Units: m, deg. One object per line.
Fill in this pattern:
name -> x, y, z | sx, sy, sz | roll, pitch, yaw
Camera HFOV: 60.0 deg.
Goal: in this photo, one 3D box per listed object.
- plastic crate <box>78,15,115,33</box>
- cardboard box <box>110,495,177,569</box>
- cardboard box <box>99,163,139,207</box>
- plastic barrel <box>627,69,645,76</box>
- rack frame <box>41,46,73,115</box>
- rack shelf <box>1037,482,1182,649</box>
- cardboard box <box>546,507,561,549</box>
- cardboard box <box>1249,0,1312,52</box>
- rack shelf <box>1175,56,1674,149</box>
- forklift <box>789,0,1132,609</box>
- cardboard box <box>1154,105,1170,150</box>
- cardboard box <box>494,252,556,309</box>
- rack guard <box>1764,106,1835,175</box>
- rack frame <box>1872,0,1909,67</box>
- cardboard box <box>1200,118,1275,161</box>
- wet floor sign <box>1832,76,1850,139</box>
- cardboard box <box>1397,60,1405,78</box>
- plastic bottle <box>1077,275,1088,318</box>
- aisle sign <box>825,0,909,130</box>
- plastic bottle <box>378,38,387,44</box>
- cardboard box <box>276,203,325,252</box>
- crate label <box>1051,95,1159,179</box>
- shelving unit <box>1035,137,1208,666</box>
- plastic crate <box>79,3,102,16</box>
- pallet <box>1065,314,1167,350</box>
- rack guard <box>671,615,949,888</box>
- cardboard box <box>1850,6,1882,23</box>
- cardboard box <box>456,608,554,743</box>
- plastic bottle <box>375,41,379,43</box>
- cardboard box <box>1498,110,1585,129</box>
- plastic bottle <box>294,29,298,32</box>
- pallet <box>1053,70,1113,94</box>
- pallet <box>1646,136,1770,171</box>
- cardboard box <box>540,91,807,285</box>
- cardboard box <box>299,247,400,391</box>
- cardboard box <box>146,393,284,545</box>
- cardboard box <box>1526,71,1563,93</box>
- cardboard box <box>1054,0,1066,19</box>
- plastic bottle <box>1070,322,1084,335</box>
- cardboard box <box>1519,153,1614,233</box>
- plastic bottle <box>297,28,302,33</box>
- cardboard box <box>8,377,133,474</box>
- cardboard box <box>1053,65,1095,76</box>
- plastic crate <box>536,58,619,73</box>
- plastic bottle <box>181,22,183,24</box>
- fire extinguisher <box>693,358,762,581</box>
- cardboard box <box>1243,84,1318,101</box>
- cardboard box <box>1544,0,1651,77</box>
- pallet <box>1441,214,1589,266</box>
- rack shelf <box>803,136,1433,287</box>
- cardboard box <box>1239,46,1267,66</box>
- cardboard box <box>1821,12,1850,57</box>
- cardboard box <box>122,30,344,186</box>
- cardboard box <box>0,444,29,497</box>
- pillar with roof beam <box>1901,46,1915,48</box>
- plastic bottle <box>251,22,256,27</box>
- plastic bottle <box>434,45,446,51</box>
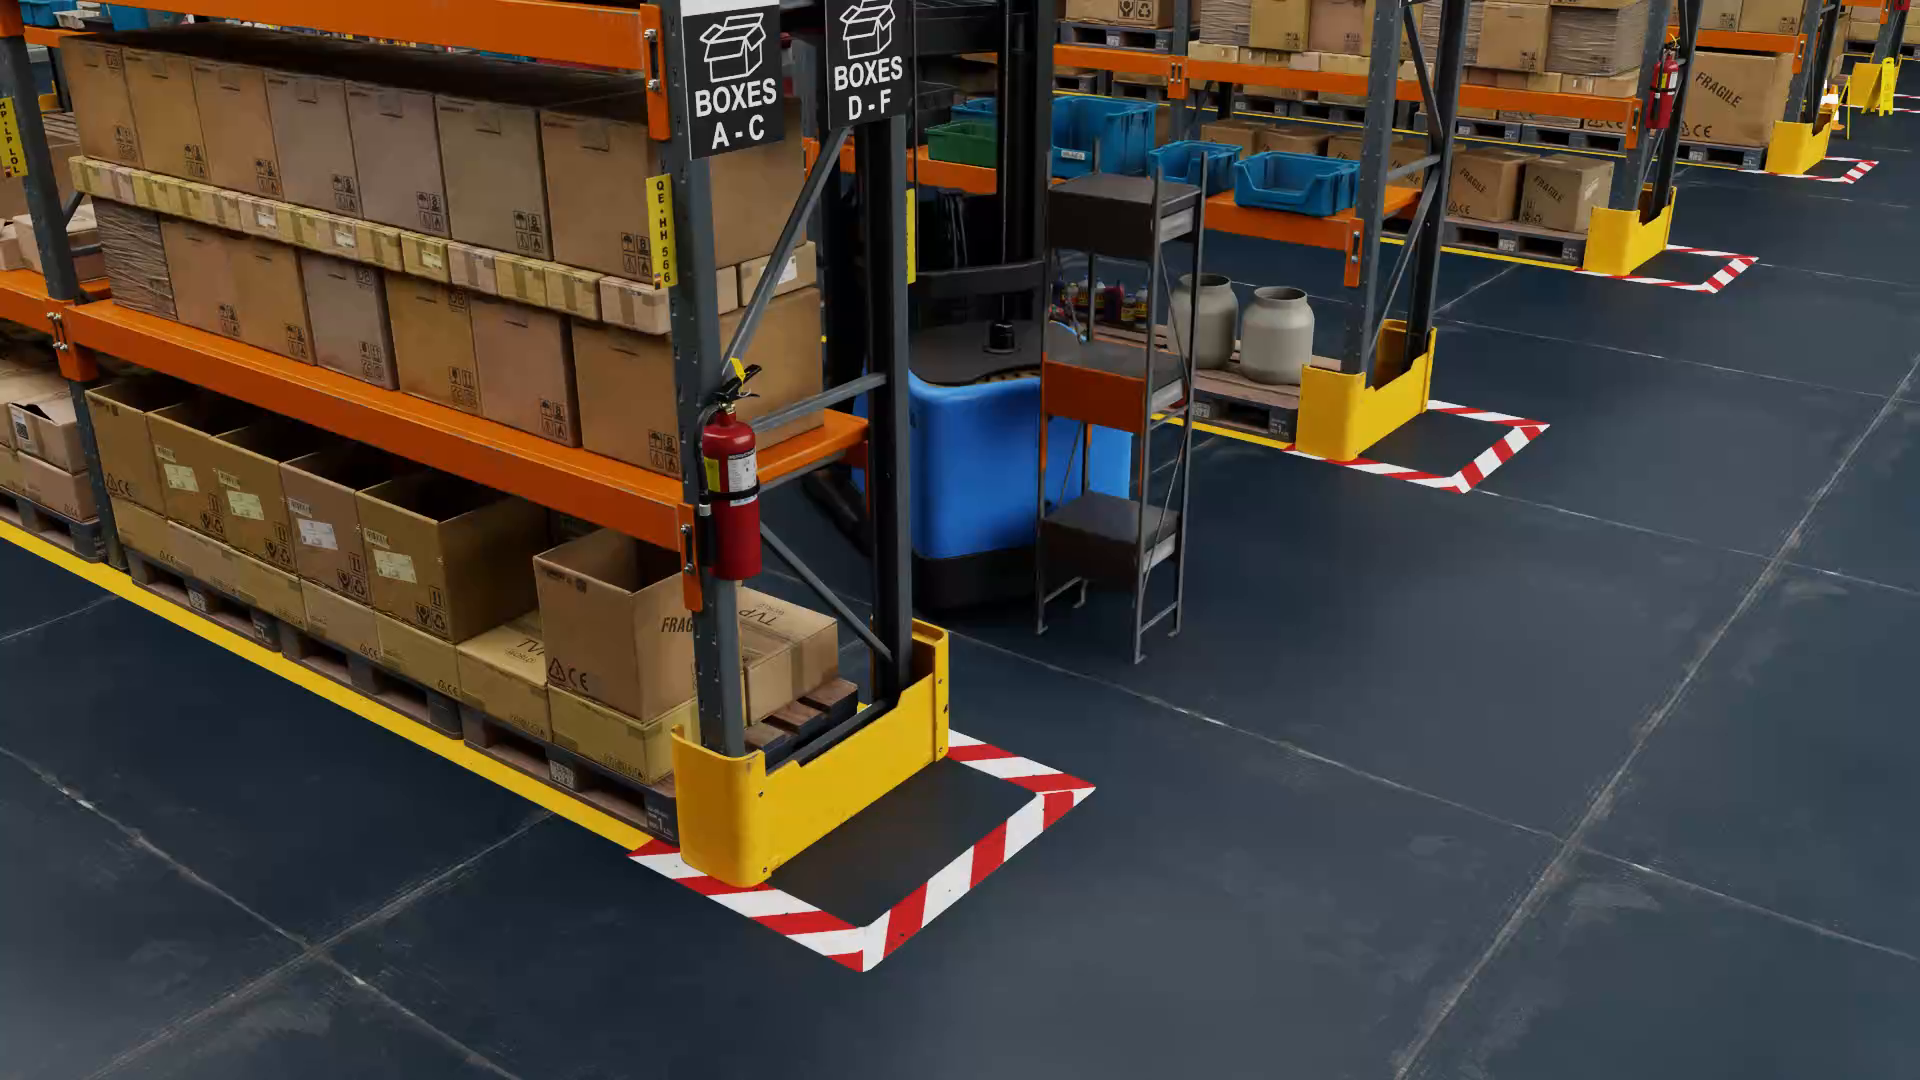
plastic crate -> -8.210, -5.011, 16.170 | 0.590, 0.125, 0.437 | 17, 29, 33
cardboard box -> -3.536, -0.118, 7.686 | 0.500, 0.250, 0.500 | 17, 29, 33
cardboard box -> -3.426, -1.548, 7.115 | 0.250, 0.149, 0.380 | 17, 29, 34
plastic barrel -> -2.319, -3.637, 12.616 | 0.433, 0.535, 0.433 | 0, 24, 0
rack frame -> -10.354, -5.893, 17.904 | 0.127, 3.000, 1.000 | 17, 29, 33
rack shelf -> 0.648, 0.102, 7.184 | 0.480, 0.518, 0.431 | 16, 28, 32
cardboard box -> -1.630, -0.142, 6.811 | 0.500, 0.500, 0.500 | 17, 29, 33
cardboard box -> 2.921, -4.510, 14.272 | 0.500, 0.500, 0.875 | 17, 29, 33
rack shelf -> 3.819, -3.776, 13.992 | 4.000, 0.370, 1.077 | 17, 29, 33
forklift -> -0.224, -1.601, 8.249 | 1.130, 2.935, 3.031 | -9, 25, -20
cardboard box -> 1.740, -3.802, 15.713 | 0.500, 0.500, 0.700 | 14, 28, 29
cardboard box -> -1.360, -0.925, 5.700 | 0.250, 0.149, 0.380 | 16, 29, 33
rack guard -> 8.494, -4.048, 16.817 | 0.348, 0.500, 1.175 | 17, 29, 33
rack frame -> 11.363, -6.819, 20.006 | 0.127, 3.000, 1.000 | 17, 29, 33
cardboard box -> 2.515, -3.528, 15.115 | 0.500, 0.500, 0.500 | 16, 28, 32
wet floor sign -> 9.686, -4.752, 18.235 | 0.232, 0.644, 0.267 | 12, 26, 24
cardboard box -> 3.646, -3.921, 13.740 | 0.250, 0.149, 0.380 | 17, 29, 33
plastic bottle -> 0.831, -1.622, 11.050 | 0.097, 0.271, 0.097 | 0, 24, 0
aisle sign -> -0.289, -1.699, 5.162 | 0.004, 0.787, 0.394 | 17, 29, 33
plastic bottle -> -5.106, -4.424, 14.731 | 0.097, 0.271, 0.097 | 0, 24, 0
cardboard box -> -2.385, -1.235, 6.405 | 0.250, 0.149, 0.380 | 17, 29, 33
crate label -> 0.814, -2.398, 9.928 | 0.616, 0.435, 0.502 | 17, 29, 33
shelving unit -> 0.648, -0.551, 6.896 | 0.503, 2.100, 0.431 | 16, 28, 32
plastic crate -> -8.884, -5.461, 17.176 | 0.250, 0.136, 0.298 | 17, 29, 33
pallet -> 0.741, -1.244, 10.812 | 1.213, 0.211, 1.003 | 17, 29, 33
rack guard -> -0.506, 0.723, 5.988 | 0.348, 0.500, 1.175 | 17, 29, 33
cardboard box -> 13.365, -7.726, 24.333 | 0.500, 0.250, 0.500 | 16, 29, 33
cardboard box -> -1.538, 0.488, 6.311 | 0.500, 0.250, 0.500 | 17, 29, 33
plastic bottle -> -4.717, -3.921, 13.573 | 0.133, 0.283, 0.061 | 17, 29, 33
cardboard box -> 6.459, -4.993, 17.977 | 0.875, 0.875, 0.875 | 17, 29, 34
plastic bottle -> -5.665, -4.238, 14.293 | 0.133, 0.283, 0.061 | 17, 29, 33
pallet -> 1.449, -6.045, 21.709 | 1.213, 0.211, 1.003 | 17, 29, 33
pallet -> 7.788, -4.089, 17.270 | 1.213, 0.211, 1.003 | 17, 29, 33
cardboard box -> -0.933, -1.196, 5.510 | 0.500, 0.500, 0.700 | 17, 29, 33
cardboard box -> -2.131, -0.963, 6.591 | 0.500, 0.500, 0.700 | 18, 29, 35
cardboard box -> -3.138, -0.339, 7.259 | 0.500, 0.500, 0.500 | 17, 29, 33
cardboard box -> 4.637, -3.613, 13.042 | 0.250, 0.149, 0.380 | 17, 29, 33
cardboard box -> 0.776, -5.218, 15.723 | 0.637, 0.503, 0.797 | 20, 31, 38
plastic bottle -> 0.716, -1.247, 10.285 | 0.097, 0.201, 0.097 | 0, 24, 0
cardboard box -> 4.930, -2.826, 13.524 | 0.500, 0.500, 0.500 | -20, 31, -38
plastic bottle -> -6.008, -4.620, 15.176 | 0.097, 0.271, 0.097 | 0, 24, 0
cardboard box -> -4.222, -0.590, 8.062 | 0.500, 0.311, 0.500 | 17, 29, 33
cardboard box -> 1.390, -6.255, 21.306 | 0.500, 0.500, 0.500 | 17, 29, 33
plastic crate -> -2.843, -3.498, 12.389 | 0.583, 0.464, 0.402 | 17, 29, 33
plastic bottle -> -7.116, -4.646, 15.218 | 0.133, 0.283, 0.061 | 17, 29, 33
fire extinguisher -> -0.709, -0.213, 5.108 | 0.183, 0.674, 0.296 | 17, 29, 33
cardboard box -> 3.954, -5.683, 19.697 | 0.750, 0.750, 1.050 | 17, 29, 33
cardboard box -> 4.996, -3.945, 12.991 | 0.500, 0.500, 0.875 | 17, 29, 33
pallet -> 4.730, -2.572, 13.825 | 1.213, 0.211, 1.003 | 17, 29, 33
rack shelf -> 0.849, -2.178, 10.365 | 4.000, 0.370, 1.077 | 17, 29, 33
cardboard box -> 2.619, -4.209, 14.393 | 0.250, 0.149, 0.380 | 17, 29, 33
cardboard box -> 10.864, -6.386, 20.983 | 0.500, 0.500, 0.500 | 16, 28, 32
cardboard box -> -2.962, -1.806, 6.896 | 0.500, 0.500, 0.700 | 17, 29, 33
cardboard box -> -4.635, -0.457, 8.457 | 0.500, 0.250, 0.500 | 16, 29, 33
pillar with roof beam -> 11.738, -10.237, 20.323 | 0.400, 9.000, 9.100 | 17, 29, 33
plastic bottle -> -6.644, -4.878, 15.754 | 0.135, 0.276, 0.152 | 17, 29, 33
plastic bottle -> -4.475, -4.222, 14.266 | 0.135, 0.276, 0.152 | 17, 29, 33
